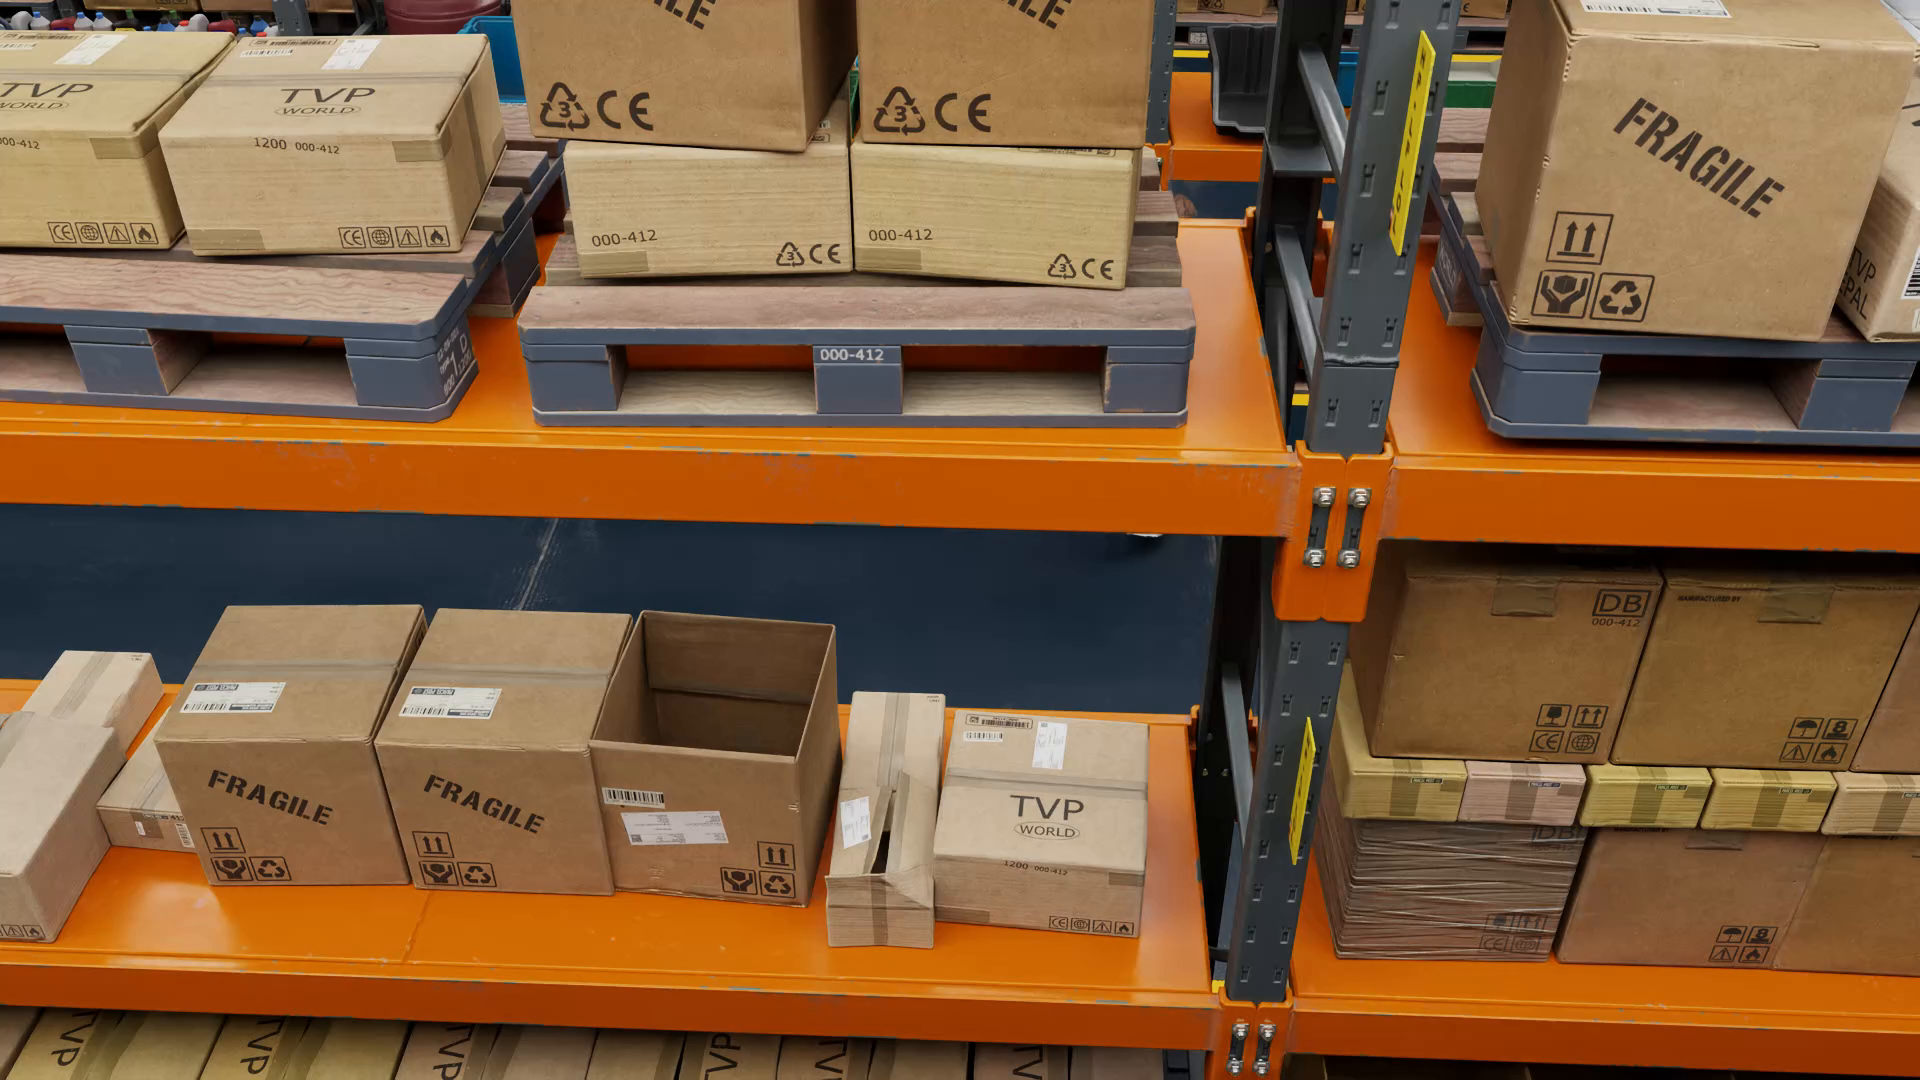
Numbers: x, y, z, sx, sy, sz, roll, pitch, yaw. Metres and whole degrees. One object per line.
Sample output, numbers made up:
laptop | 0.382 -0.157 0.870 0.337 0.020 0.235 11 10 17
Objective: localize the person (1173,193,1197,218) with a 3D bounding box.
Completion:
person | 0.843 -0.764 7.178 0.519 1.593 0.430 -29 45 -33
